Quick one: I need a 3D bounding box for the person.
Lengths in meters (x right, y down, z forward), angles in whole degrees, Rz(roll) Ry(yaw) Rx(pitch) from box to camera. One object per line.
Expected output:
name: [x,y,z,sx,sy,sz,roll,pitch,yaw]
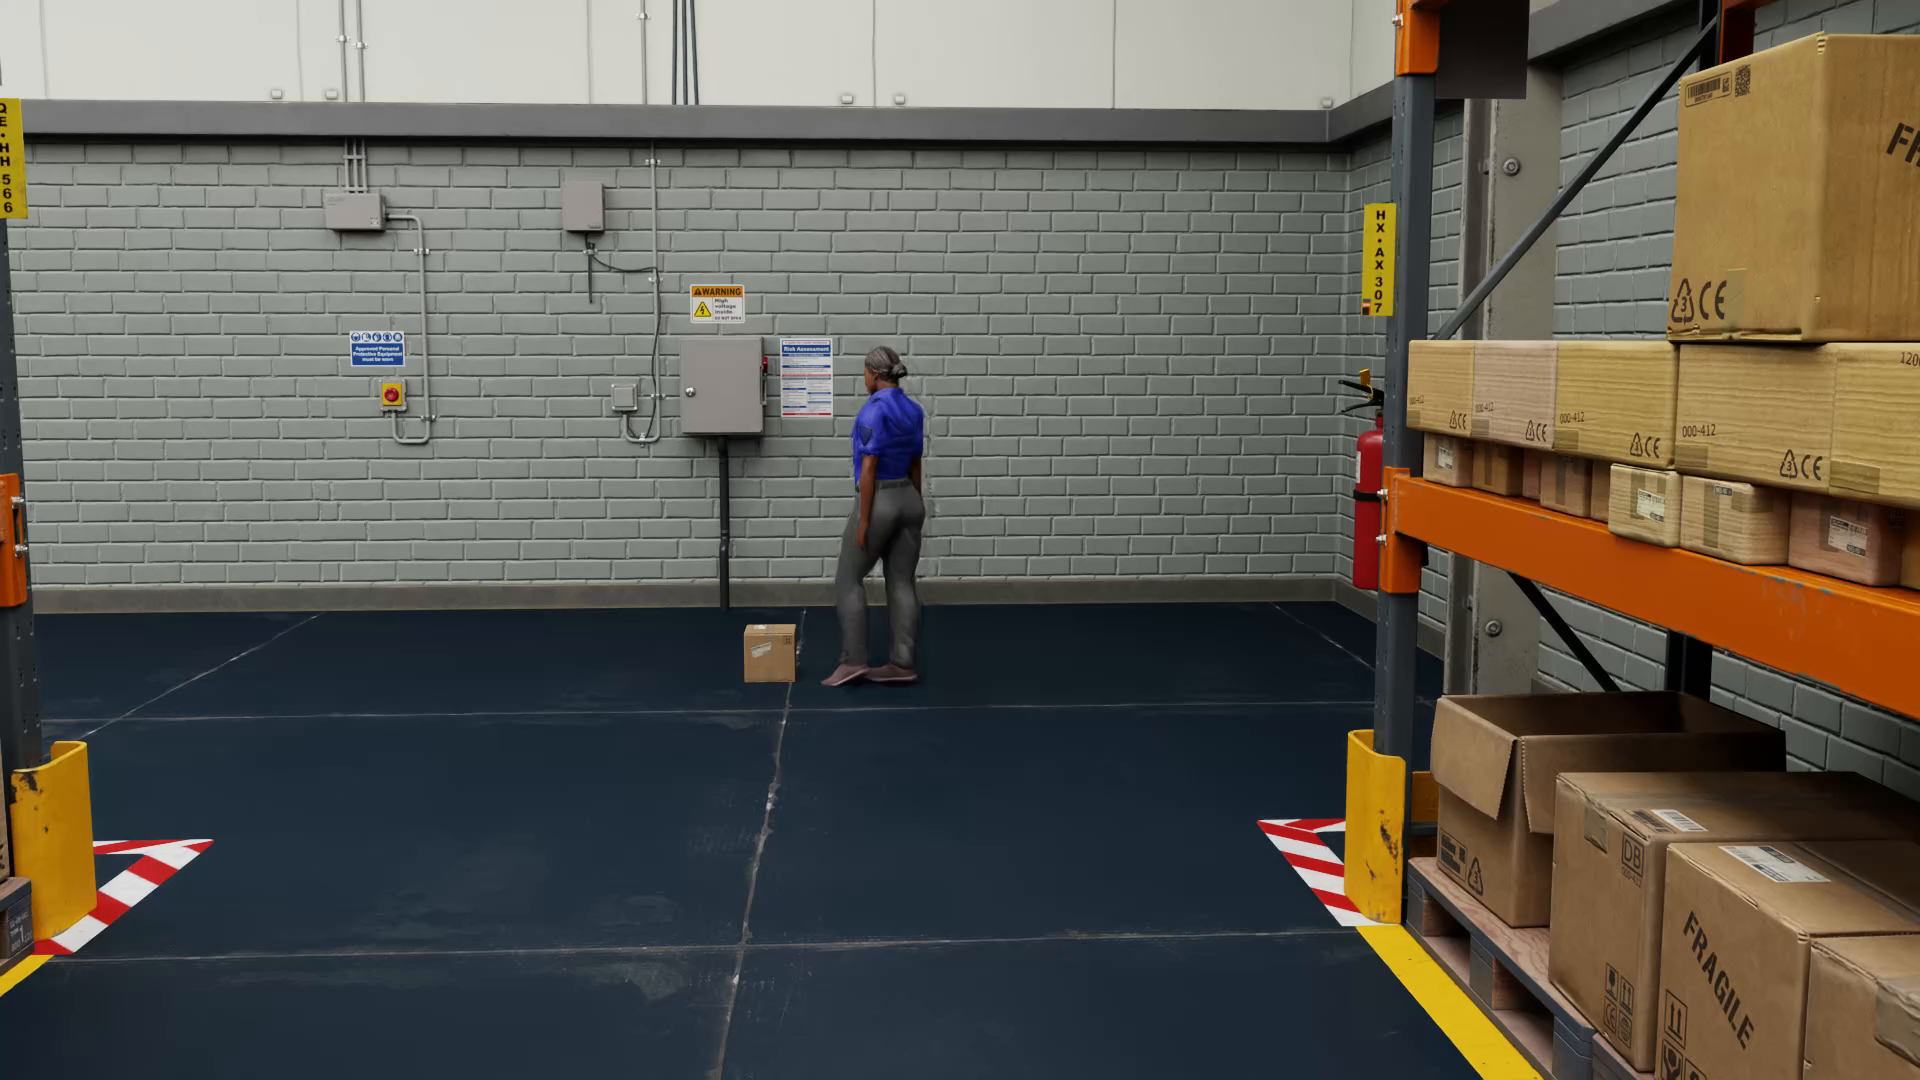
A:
person: [-0.406,-0.097,8.201,0.438,1.711,0.469,6,9,40]
